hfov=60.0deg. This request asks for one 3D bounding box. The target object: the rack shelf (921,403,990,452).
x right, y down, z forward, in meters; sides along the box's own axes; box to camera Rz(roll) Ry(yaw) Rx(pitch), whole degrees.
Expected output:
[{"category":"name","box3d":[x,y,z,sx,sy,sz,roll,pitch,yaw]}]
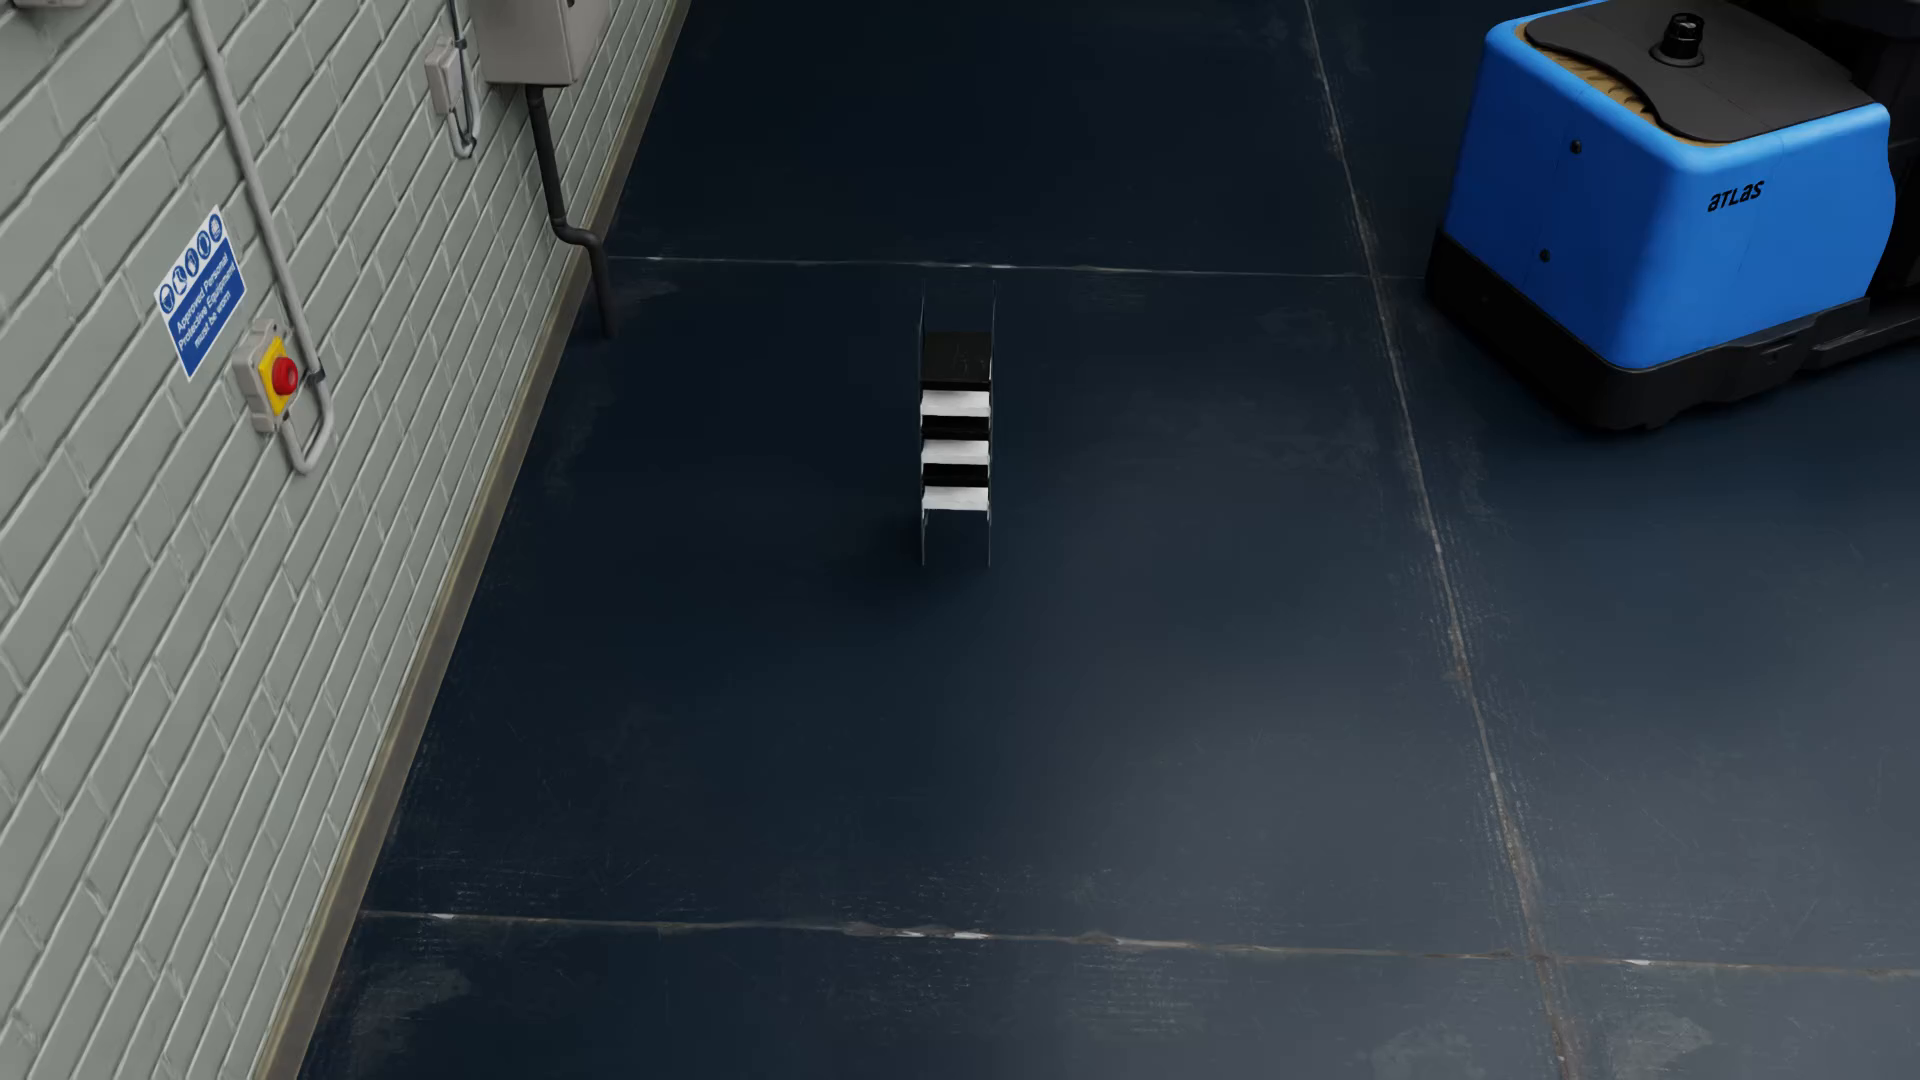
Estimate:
[{"category":"rack shelf","box3d":[-0.008,-0.371,4.905,0.200,0.077,0.258,2,43,2]}]

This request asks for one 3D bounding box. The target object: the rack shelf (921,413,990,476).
[{"category":"rack shelf","box3d":[-0.008,-0.305,4.966,0.200,0.077,0.258,2,43,2]}]

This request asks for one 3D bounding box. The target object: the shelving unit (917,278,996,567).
[{"category":"shelving unit","box3d":[-0.008,-0.330,4.944,0.210,0.900,0.258,2,43,2]}]

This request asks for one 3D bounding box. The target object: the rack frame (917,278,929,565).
[{"category":"rack frame","box3d":[-0.110,-0.333,4.947,0.006,0.900,0.240,2,43,2]}]

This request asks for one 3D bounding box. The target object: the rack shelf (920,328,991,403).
[{"category":"rack shelf","box3d":[-0.008,-0.503,4.782,0.200,0.077,0.258,2,43,2]}]

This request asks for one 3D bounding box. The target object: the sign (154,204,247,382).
[{"category":"sign","box3d":[-1.545,-0.506,3.395,0.001,0.218,0.327,2,43,2]}]

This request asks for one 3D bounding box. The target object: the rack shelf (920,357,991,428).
[{"category":"rack shelf","box3d":[-0.008,-0.437,4.844,0.200,0.077,0.258,2,43,2]}]

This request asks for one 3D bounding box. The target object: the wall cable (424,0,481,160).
[{"category":"wall cable","box3d":[-1.430,-1.776,4.211,0.122,1.984,0.588,2,43,2]}]

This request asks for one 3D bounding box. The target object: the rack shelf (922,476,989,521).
[{"category":"rack shelf","box3d":[-0.008,-0.173,5.089,0.200,0.077,0.258,2,43,2]}]

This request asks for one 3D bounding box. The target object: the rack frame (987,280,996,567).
[{"category":"rack frame","box3d":[0.093,-0.326,4.940,0.006,0.900,0.240,2,43,2]}]

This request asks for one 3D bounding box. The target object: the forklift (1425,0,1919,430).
[{"category":"forklift","box3d":[3.286,-2.125,5.381,3.031,2.935,1.130,-18,46,-18]}]

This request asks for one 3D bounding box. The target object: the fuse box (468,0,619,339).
[{"category":"fuse box","box3d":[-1.242,-1.393,5.490,0.414,1.711,0.539,2,43,2]}]

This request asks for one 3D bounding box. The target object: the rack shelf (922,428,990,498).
[{"category":"rack shelf","box3d":[-0.008,-0.239,5.028,0.200,0.077,0.258,2,43,2]}]

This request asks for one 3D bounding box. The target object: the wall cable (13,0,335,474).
[{"category":"wall cable","box3d":[-1.482,-0.822,3.163,0.123,1.953,0.585,2,43,2]}]
